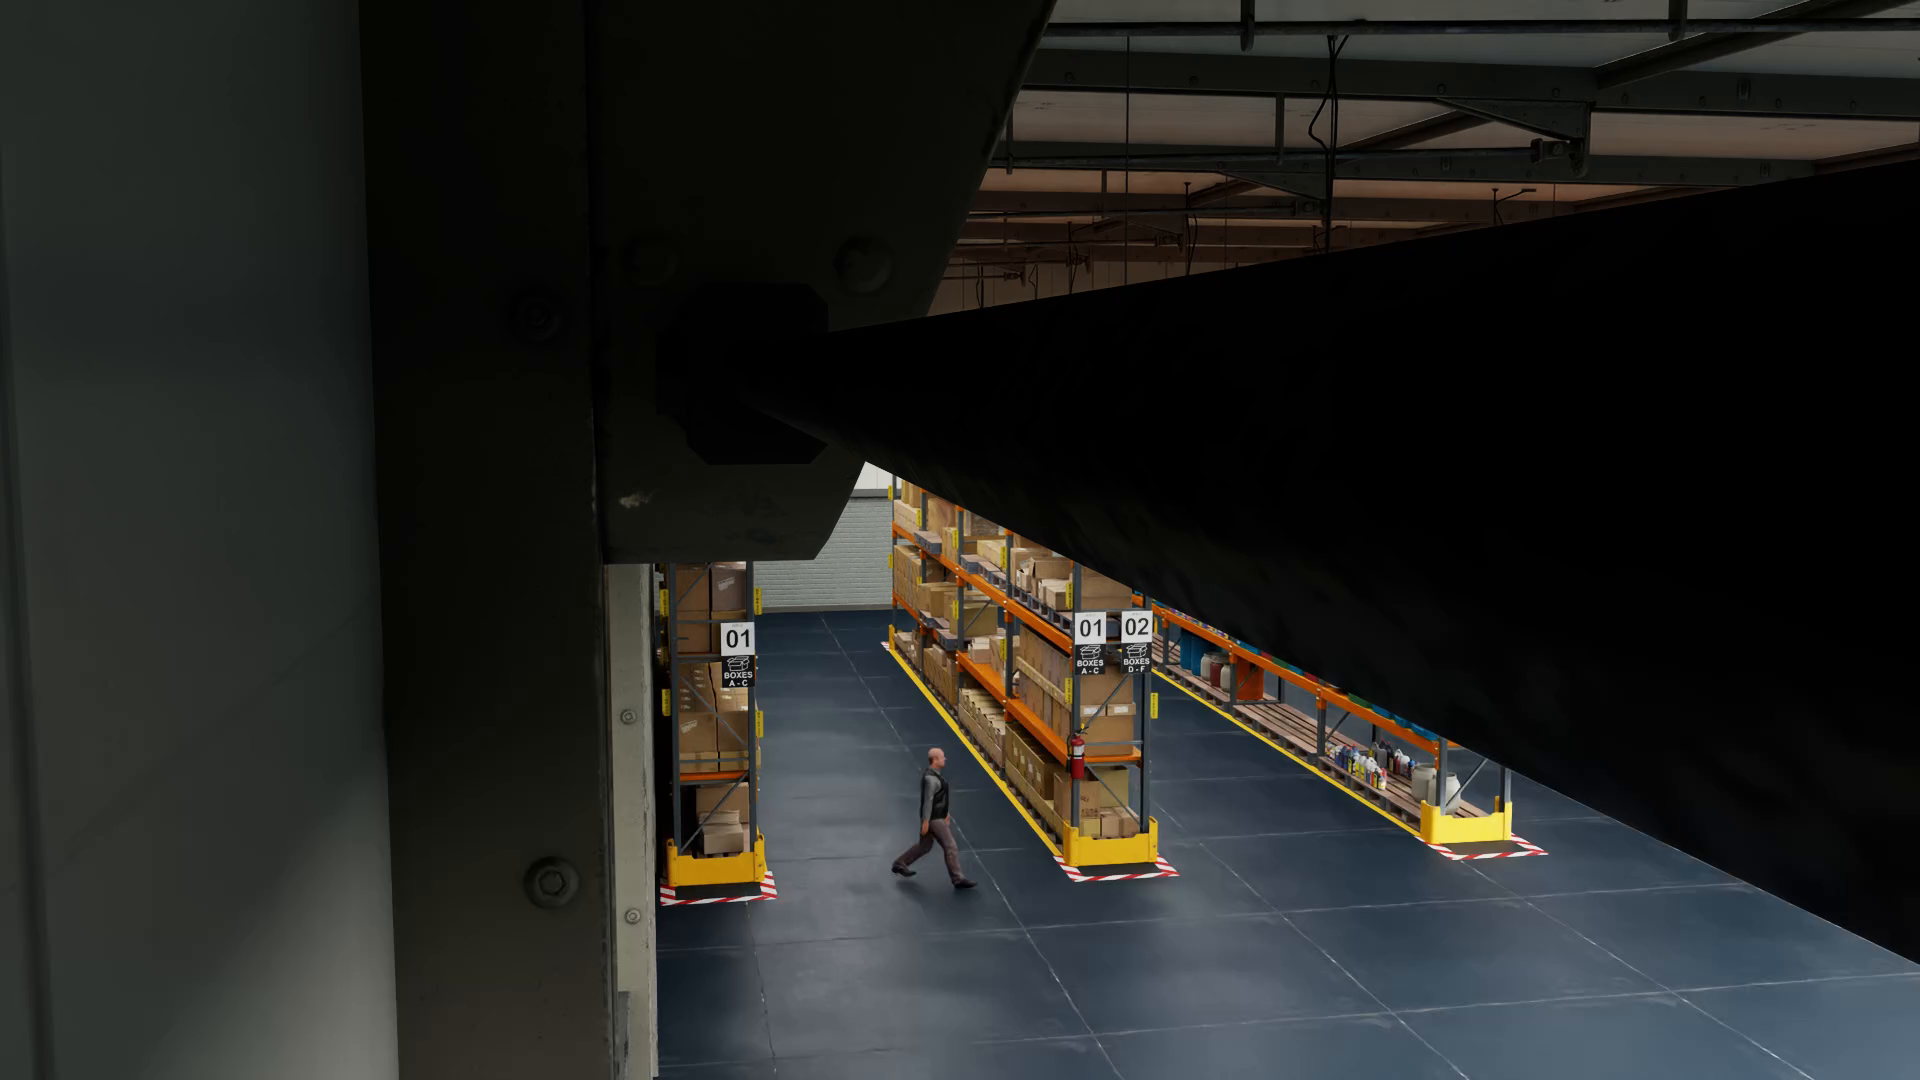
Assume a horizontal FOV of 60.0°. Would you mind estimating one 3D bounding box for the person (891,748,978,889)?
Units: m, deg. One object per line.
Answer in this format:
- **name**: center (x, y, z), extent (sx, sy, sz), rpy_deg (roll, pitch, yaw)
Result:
- **person**: center (-0.312, 3.341, 20.082), extent (1.043, 1.675, 0.554), rpy_deg (0, 6, -2)
